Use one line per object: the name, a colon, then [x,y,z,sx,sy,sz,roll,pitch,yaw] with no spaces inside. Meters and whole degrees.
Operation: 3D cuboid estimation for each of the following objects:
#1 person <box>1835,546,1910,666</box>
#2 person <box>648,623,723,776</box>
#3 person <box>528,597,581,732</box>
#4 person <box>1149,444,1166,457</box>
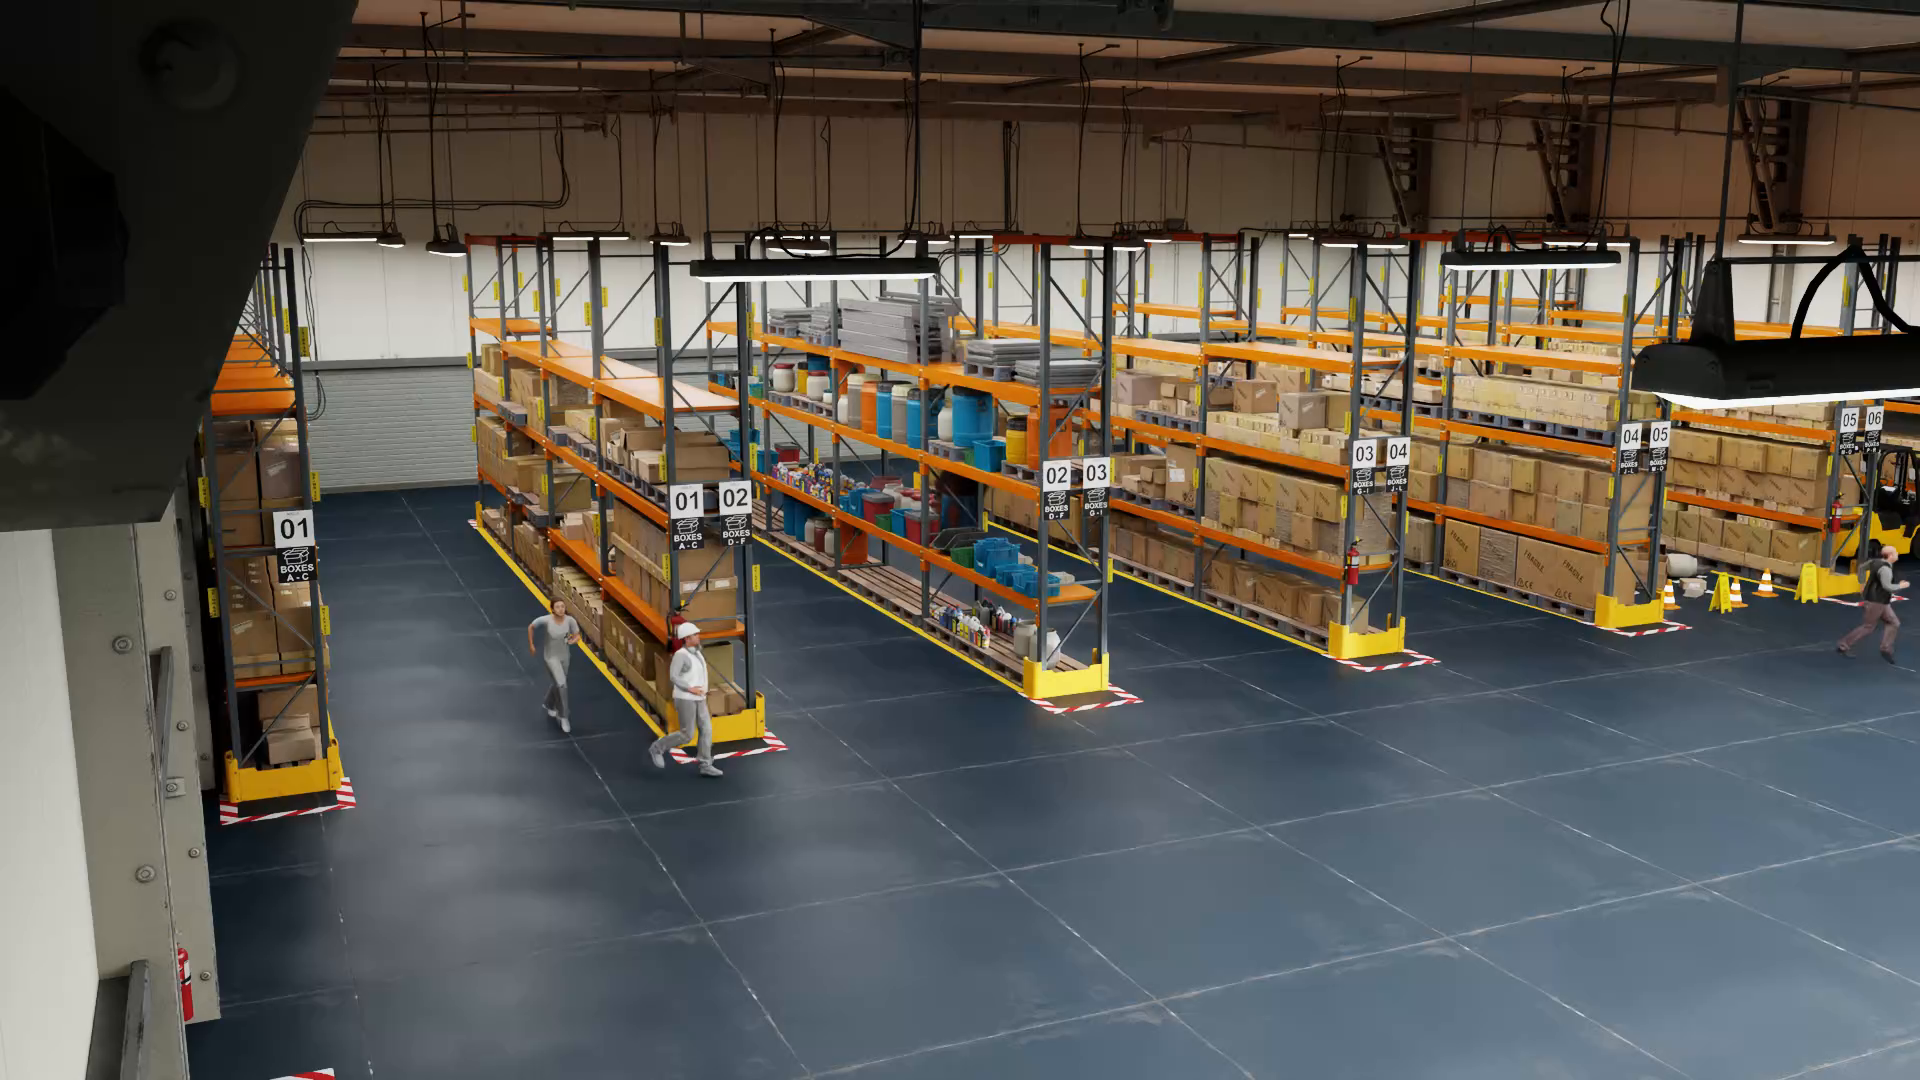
person: [13.095,0.936,23.845,0.854,1.765,0.678,4,12,19]
person: [-3.102,1.813,19.218,0.894,1.729,0.714,3,11,15]
person: [-5.090,1.523,20.933,0.586,1.694,0.833,-7,13,-33]
person: [5.026,-2.684,42.334,0.686,1.743,0.688,-4,12,-19]
